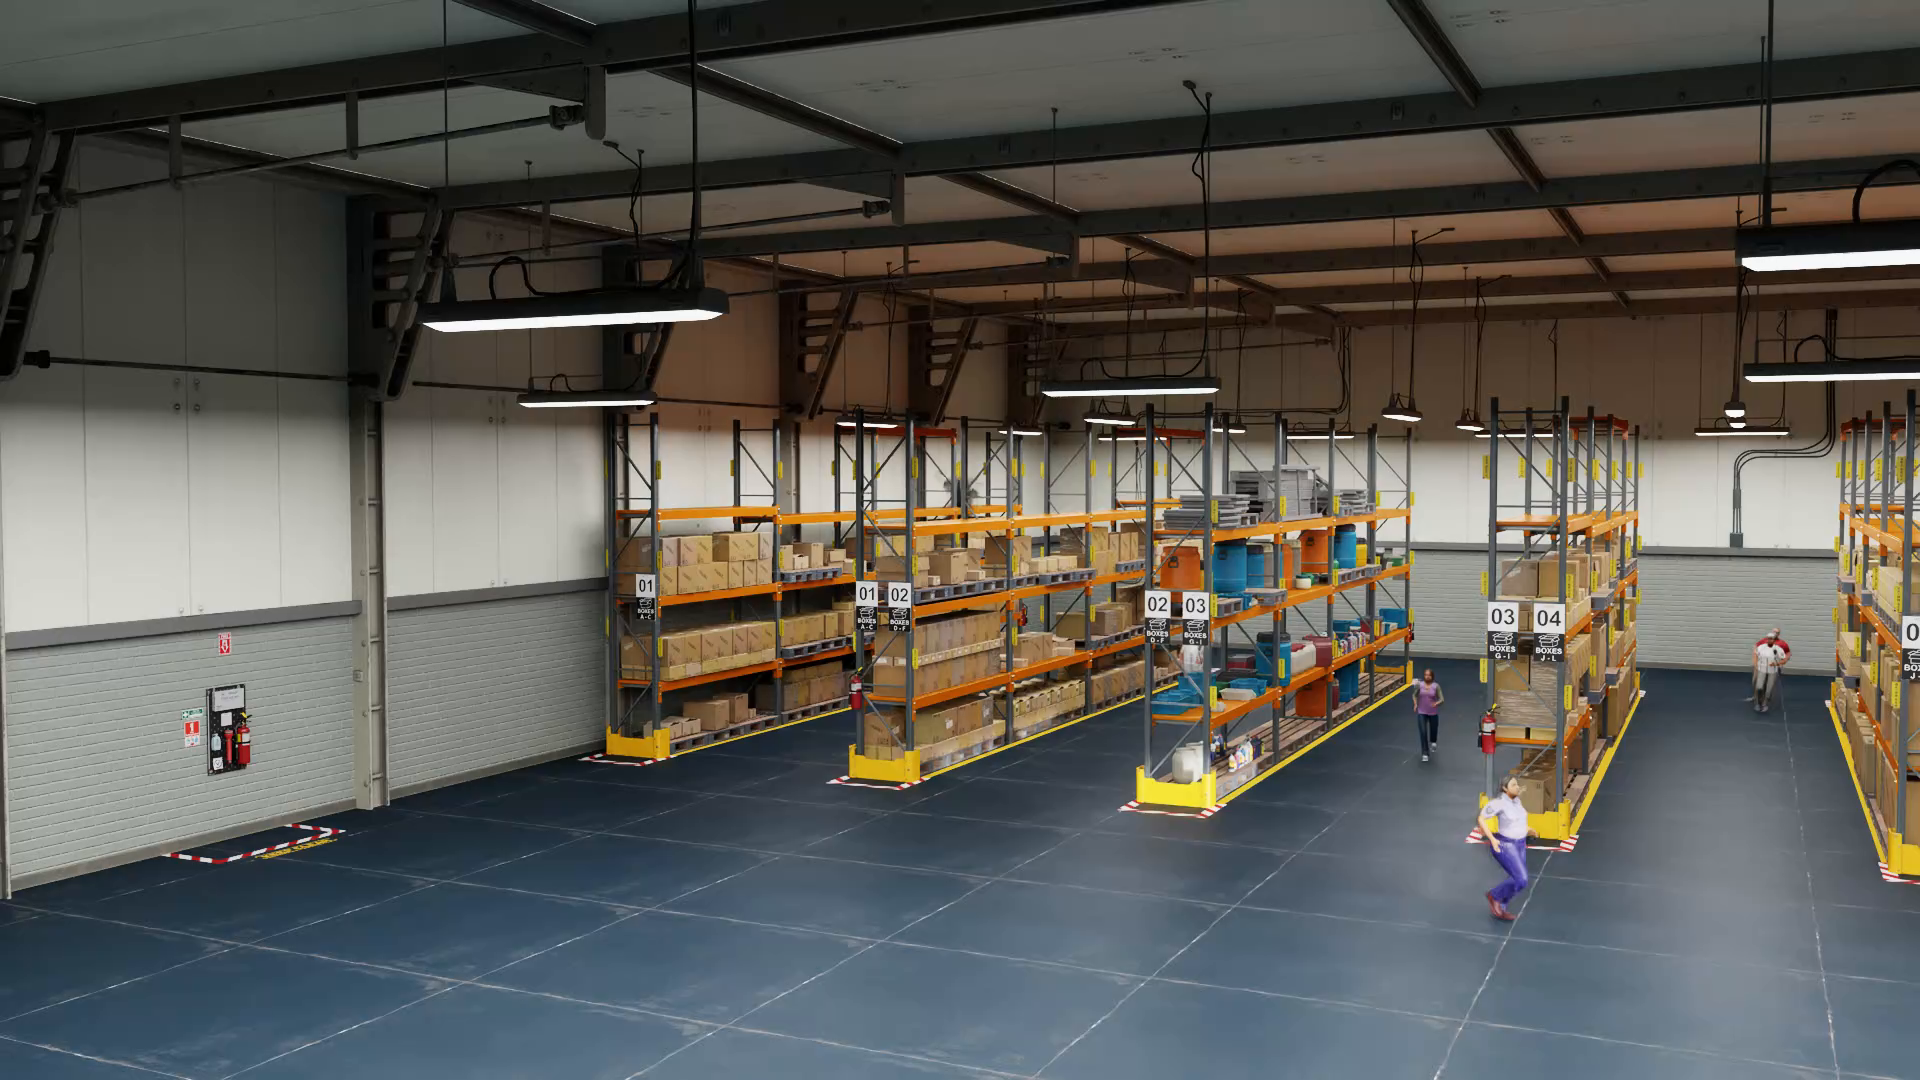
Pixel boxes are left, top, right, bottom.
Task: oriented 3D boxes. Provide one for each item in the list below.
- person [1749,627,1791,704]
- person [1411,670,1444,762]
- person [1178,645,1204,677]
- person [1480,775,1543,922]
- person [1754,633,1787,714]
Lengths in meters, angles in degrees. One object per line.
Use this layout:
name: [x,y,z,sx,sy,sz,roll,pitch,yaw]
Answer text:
person: [17.266,2.688,35.636,0.657,1.673,0.772,-1,3,-27]
person: [8.067,3.015,28.722,0.541,1.552,0.666,1,3,20]
person: [4.810,2.685,34.338,0.669,1.738,0.715,1,3,19]
person: [6.137,3.406,18.371,0.585,1.613,0.629,-2,3,-40]
person: [16.648,2.745,34.202,0.626,1.687,0.631,2,3,32]
